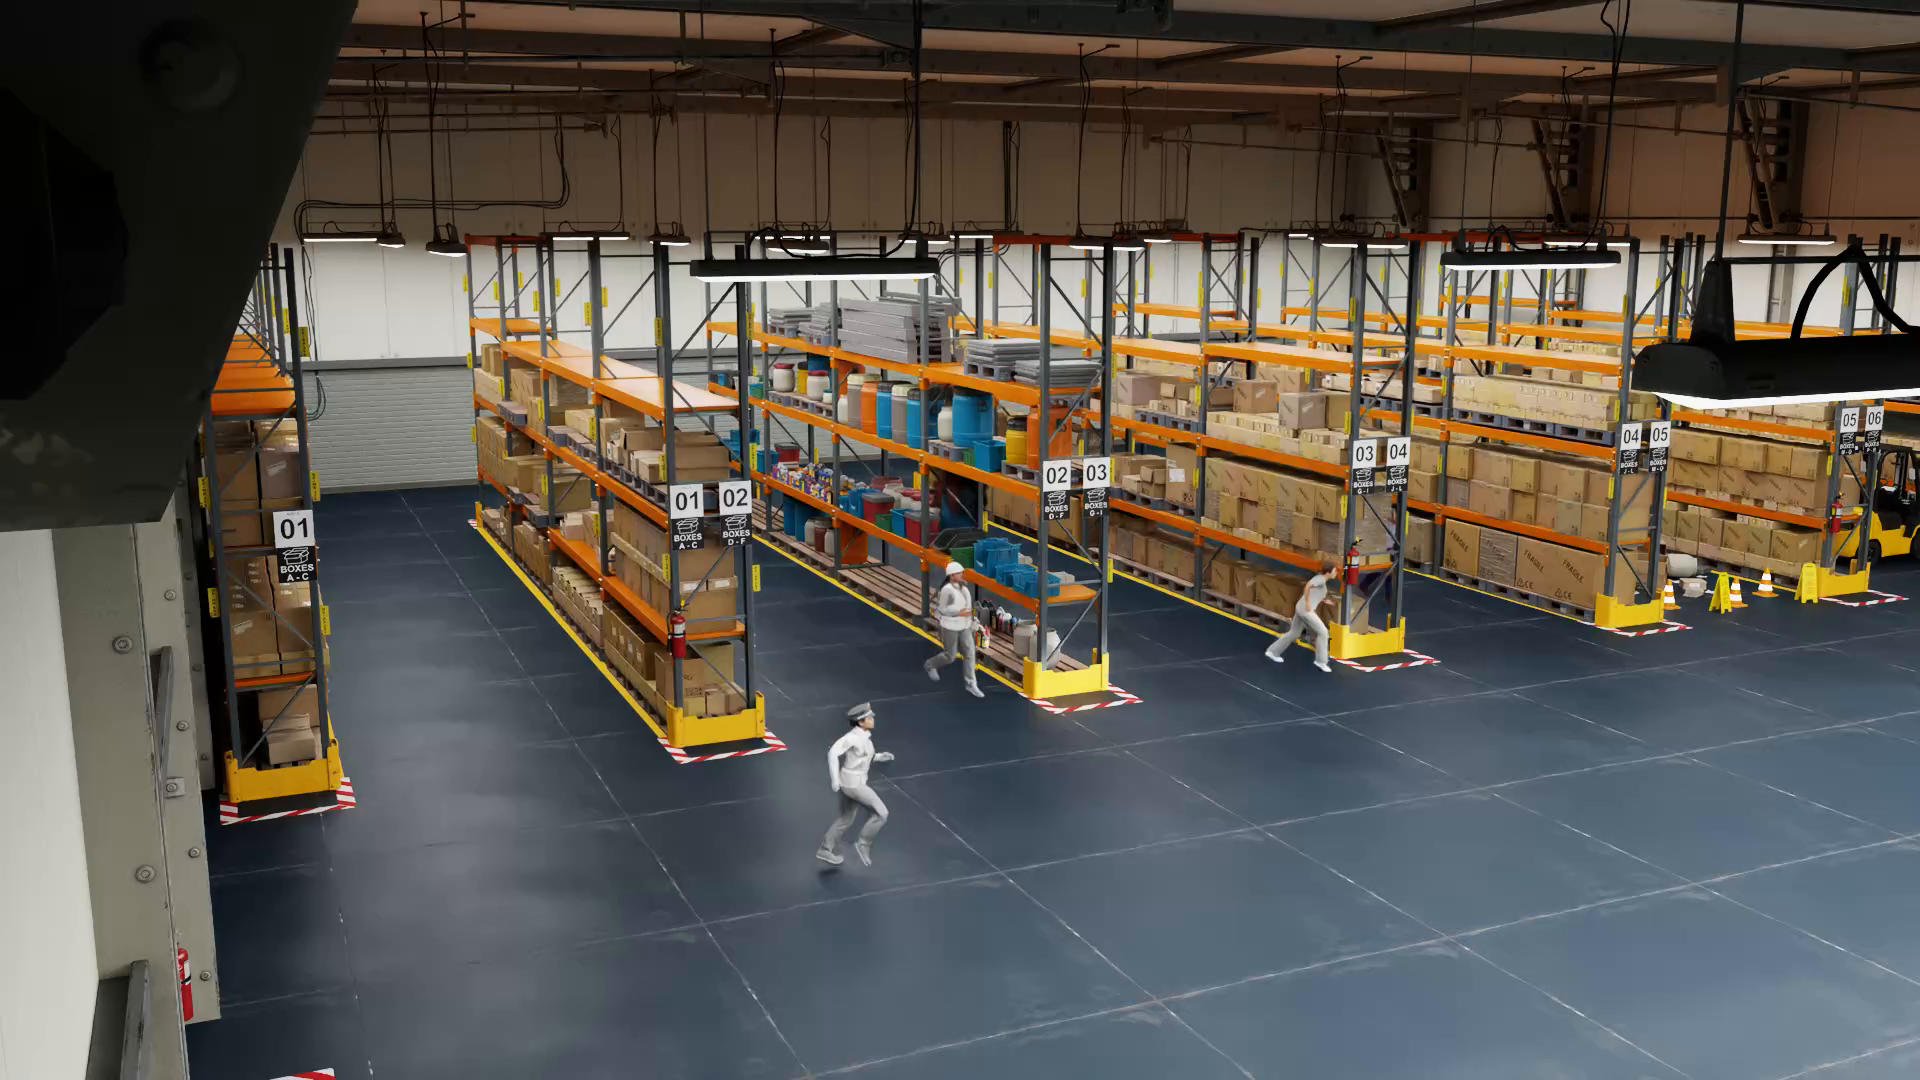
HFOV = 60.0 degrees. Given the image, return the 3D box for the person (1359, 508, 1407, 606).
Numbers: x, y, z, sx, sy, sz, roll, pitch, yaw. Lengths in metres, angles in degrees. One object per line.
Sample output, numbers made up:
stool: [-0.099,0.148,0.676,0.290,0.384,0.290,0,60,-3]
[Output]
person: [7.021,0.245,27.696,0.599,1.655,0.921,-9,14,-38]

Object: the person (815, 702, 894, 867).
person: [-1.036,2.411,16.278,0.786,1.667,0.626,1,11,3]

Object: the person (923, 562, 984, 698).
person: [-0.082,1.168,22.192,0.949,1.798,0.663,9,14,39]

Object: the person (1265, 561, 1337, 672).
person: [4.813,1.085,23.489,0.960,1.626,0.606,2,11,11]
